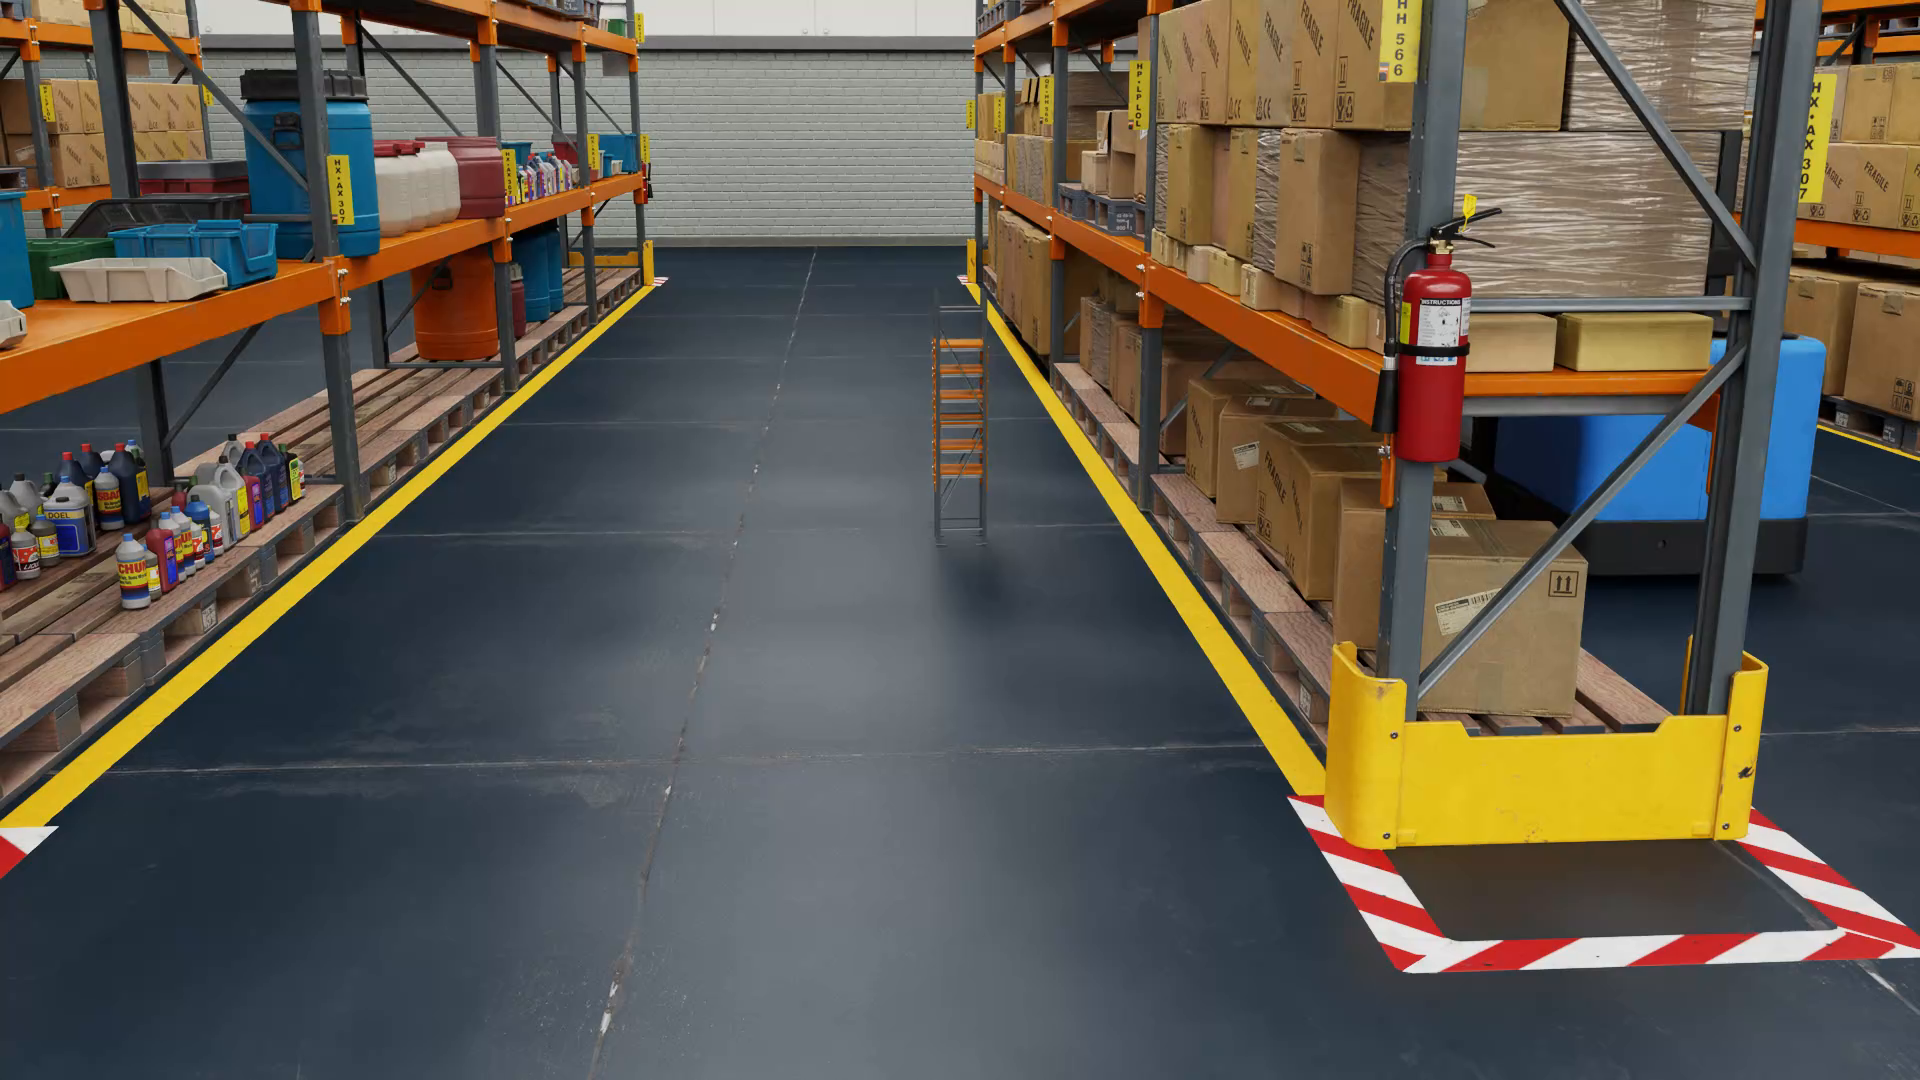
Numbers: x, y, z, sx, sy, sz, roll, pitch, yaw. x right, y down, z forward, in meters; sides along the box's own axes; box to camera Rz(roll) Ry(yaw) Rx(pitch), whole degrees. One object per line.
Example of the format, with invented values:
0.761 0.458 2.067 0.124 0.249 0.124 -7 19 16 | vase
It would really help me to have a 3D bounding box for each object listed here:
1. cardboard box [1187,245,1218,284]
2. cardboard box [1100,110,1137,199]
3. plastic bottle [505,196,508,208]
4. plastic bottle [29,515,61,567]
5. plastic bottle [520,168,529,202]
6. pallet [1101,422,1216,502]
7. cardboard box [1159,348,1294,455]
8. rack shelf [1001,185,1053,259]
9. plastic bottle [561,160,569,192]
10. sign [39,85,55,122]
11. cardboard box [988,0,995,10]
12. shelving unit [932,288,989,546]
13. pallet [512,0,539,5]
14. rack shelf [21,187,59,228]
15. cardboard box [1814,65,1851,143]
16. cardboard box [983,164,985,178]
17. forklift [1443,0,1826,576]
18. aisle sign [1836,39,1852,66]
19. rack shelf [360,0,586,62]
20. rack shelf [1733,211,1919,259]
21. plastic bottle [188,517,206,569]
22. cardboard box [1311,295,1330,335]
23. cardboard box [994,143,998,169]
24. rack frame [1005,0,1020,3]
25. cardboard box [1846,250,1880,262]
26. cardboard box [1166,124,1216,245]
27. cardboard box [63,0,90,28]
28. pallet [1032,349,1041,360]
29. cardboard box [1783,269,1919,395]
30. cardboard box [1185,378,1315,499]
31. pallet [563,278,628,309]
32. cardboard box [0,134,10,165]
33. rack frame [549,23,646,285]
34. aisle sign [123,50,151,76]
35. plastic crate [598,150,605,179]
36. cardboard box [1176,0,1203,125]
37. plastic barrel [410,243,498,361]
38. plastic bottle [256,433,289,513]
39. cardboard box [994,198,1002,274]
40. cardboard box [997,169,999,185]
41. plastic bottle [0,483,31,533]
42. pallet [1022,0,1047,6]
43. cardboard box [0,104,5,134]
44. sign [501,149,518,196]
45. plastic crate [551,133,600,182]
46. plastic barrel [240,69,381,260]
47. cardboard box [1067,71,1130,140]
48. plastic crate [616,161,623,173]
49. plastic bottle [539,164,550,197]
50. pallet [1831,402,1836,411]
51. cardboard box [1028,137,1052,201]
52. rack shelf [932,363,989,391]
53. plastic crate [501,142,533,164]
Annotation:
1.184 -1.184 7.113 0.380 0.149 0.250 -1 14 -3 | cardboard box
1.226 -2.296 9.881 0.797 0.503 0.637 1 14 2 | cardboard box
-3.455 -2.601 12.515 0.097 0.201 0.097 0 14 0 | plastic bottle
-3.714 -0.001 6.744 0.097 0.201 0.097 0 14 0 | plastic bottle
-3.506 -2.841 13.306 0.097 0.271 0.097 0 14 0 | plastic bottle
1.376 -0.456 9.376 1.003 0.211 1.213 -1 14 -3 | pallet
1.410 -0.769 9.127 0.700 0.500 0.500 -2 15 -8 | cardboard box
1.054 -2.757 14.165 1.077 0.370 4.000 -1 14 -3 | rack shelf
-3.606 -3.320 15.143 0.061 0.283 0.133 -1 14 -3 | plastic bottle
-8.403 -4.021 15.310 0.100 0.325 0.005 -1 14 -3 | sign
0.683 -6.080 18.373 0.700 0.500 0.500 -1 14 -5 | cardboard box
0.001 -0.577 7.863 0.258 1.200 0.189 -1 14 -3 | shelving unit
-3.715 -4.084 12.240 1.003 0.211 1.213 -1 14 -3 | pallet
-8.833 -2.605 13.574 1.077 0.370 4.000 -1 14 -3 | rack shelf
6.186 -2.954 11.282 0.700 0.500 0.500 -1 14 -4 | cardboard box
0.457 -4.063 18.300 0.380 0.149 0.250 -1 14 -4 | cardboard box
3.089 -1.577 8.275 1.130 2.935 3.031 -1 14 -2 | forklift
10.879 -6.032 20.234 0.394 0.787 0.004 -1 14 -3 | aisle sign
-3.889 -4.133 13.494 1.077 0.370 4.000 -1 14 -3 | rack shelf
6.259 -1.813 10.498 1.077 0.370 4.000 -1 14 -3 | rack shelf
-3.104 0.010 6.701 0.097 0.201 0.097 0 14 0 | plastic bottle
1.368 -0.750 5.426 0.380 0.149 0.250 -1 14 -3 | cardboard box
0.607 -3.908 16.901 0.500 0.250 0.500 0 14 -2 | cardboard box
0.930 -6.508 15.261 1.000 3.000 0.127 -1 14 -3 | rack frame
10.779 -3.323 19.220 0.875 0.438 0.875 0 14 -2 | cardboard box
1.388 -1.568 7.302 0.875 0.500 0.500 -1 14 -3 | cardboard box
-8.767 -5.080 16.031 0.500 0.250 0.500 -1 14 -3 | cardboard box
1.132 -1.757 14.433 1.003 0.211 1.213 -1 14 -3 | pallet
6.140 -1.403 11.131 1.050 0.750 0.750 -1 14 -3 | cardboard box
1.411 -0.506 8.146 0.500 0.500 0.500 -1 14 -5 | cardboard box
-4.176 -2.662 17.949 1.003 0.211 1.213 -1 14 -3 | pallet
-9.244 -3.619 15.873 0.500 0.500 0.500 -1 14 -3 | cardboard box
-4.261 -4.521 19.578 1.000 3.000 0.127 -1 14 -3 | rack frame
-9.502 -5.717 19.008 0.394 0.787 0.004 -1 14 -3 | aisle sign
-3.924 -3.880 17.206 0.437 0.282 0.530 -1 14 -3 | plastic crate
1.233 -2.050 7.168 0.500 0.500 0.500 -1 14 -3 | cardboard box
-3.812 -1.805 12.535 0.600 0.830 0.708 -1 14 -3 | plastic barrel
-3.190 -0.311 7.649 0.144 0.351 0.185 -1 14 -5 | plastic bottle
0.859 -3.388 18.594 0.875 0.875 0.875 -1 14 -3 | cardboard box
0.568 -3.616 16.564 0.380 0.149 0.250 -1 14 -2 | cardboard box
-3.832 -0.061 6.675 0.144 0.351 0.185 0 14 -1 | plastic bottle
1.085 -4.128 12.411 1.213 0.211 1.003 0 14 -1 | pallet
-9.247 -4.105 15.754 0.500 0.500 0.500 -1 14 -3 | cardboard box
-3.217 -2.621 11.864 0.100 0.325 0.005 -1 14 -3 | sign
-3.818 -3.812 16.574 0.402 0.464 0.583 -1 14 -3 | plastic crate
-3.239 -1.880 8.308 0.600 0.901 0.708 -1 14 -3 | plastic barrel
1.149 -3.324 12.712 0.797 0.503 0.637 0 14 -2 | cardboard box
-4.030 -4.222 18.826 0.396 0.136 0.243 -1 14 -3 | plastic crate
-3.589 -3.066 14.170 0.152 0.276 0.135 -1 14 -3 | plastic bottle
6.109 -1.112 11.923 1.003 0.211 1.213 -1 14 -3 | pallet
0.840 -3.028 13.576 0.500 0.500 0.500 -1 14 -5 | cardboard box
0.001 -0.767 7.814 0.258 0.103 0.180 -1 14 -3 | rack shelf
-4.382 -3.658 16.137 0.392 0.384 0.575 -1 14 -3 | plastic crate
